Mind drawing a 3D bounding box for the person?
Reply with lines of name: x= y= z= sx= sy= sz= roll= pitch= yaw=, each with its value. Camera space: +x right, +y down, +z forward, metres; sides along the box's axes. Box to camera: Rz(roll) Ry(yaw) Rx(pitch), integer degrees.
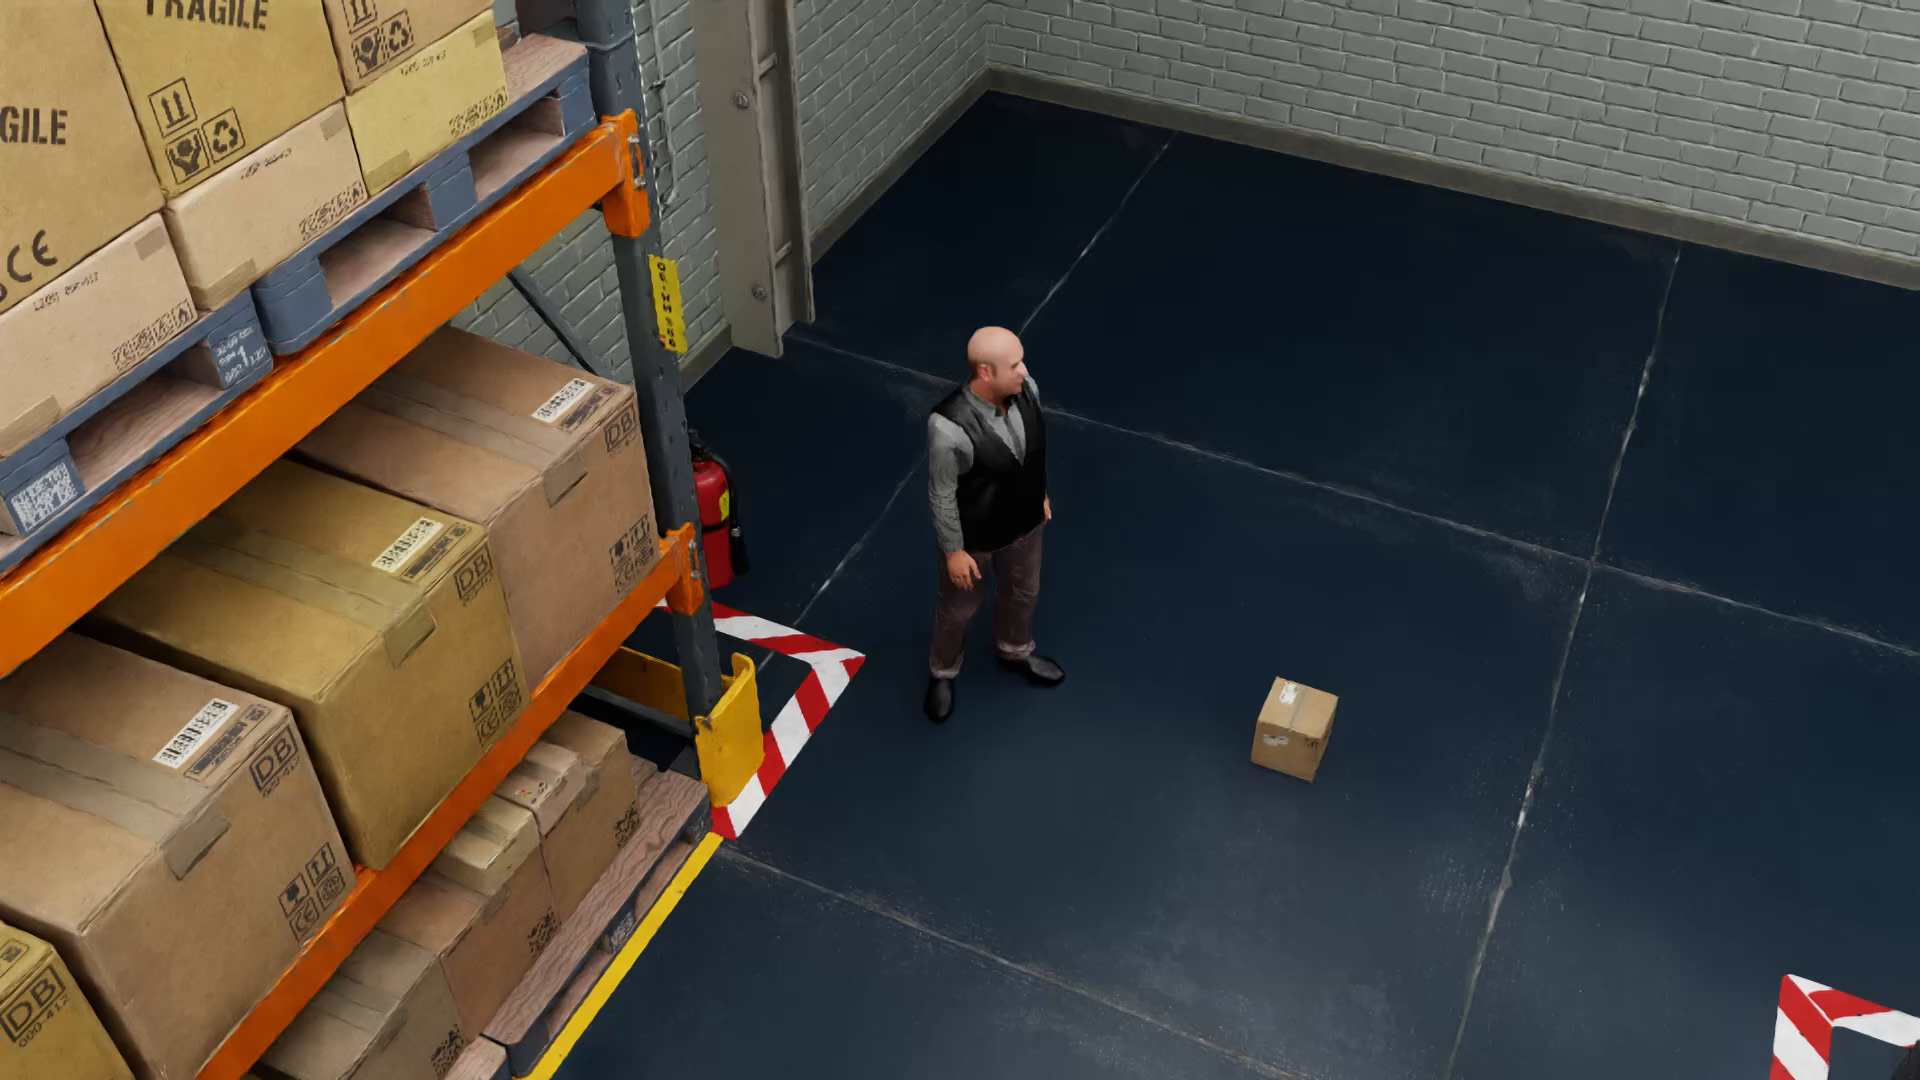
person: x=0.107 y=-0.052 z=6.211 sx=0.609 sy=1.733 sz=0.393 roll=-30 pitch=50 yaw=-29
